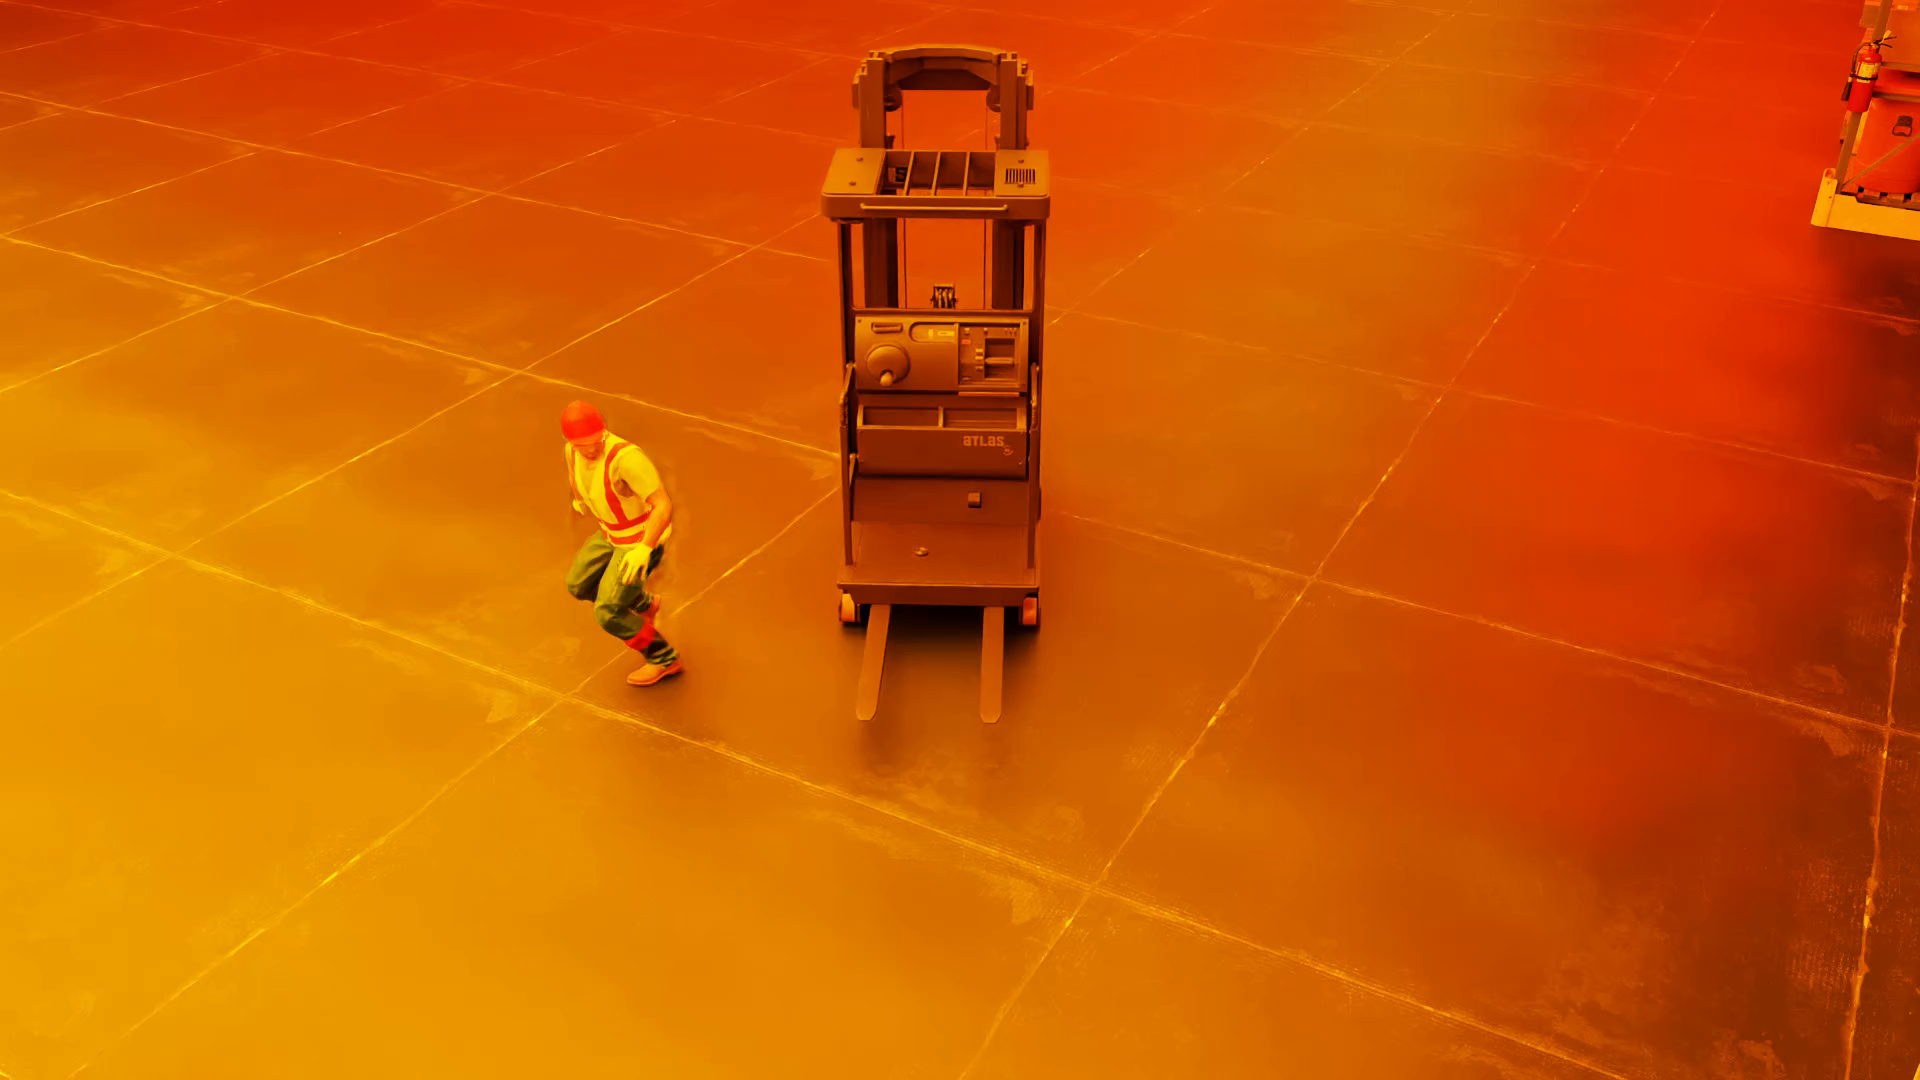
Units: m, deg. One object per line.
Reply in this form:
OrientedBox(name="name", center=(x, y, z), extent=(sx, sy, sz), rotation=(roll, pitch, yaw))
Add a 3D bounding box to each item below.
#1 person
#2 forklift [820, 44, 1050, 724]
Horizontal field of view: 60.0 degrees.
OrientedBox(name="person", center=(-1.755, -0.044, 8.533), extent=(0.532, 1.622, 0.999), rotation=(-22, 36, -33))
OrientedBox(name="forklift", center=(-0.103, -0.955, 8.726), extent=(1.130, 2.935, 3.031), rotation=(1, 30, 2))
